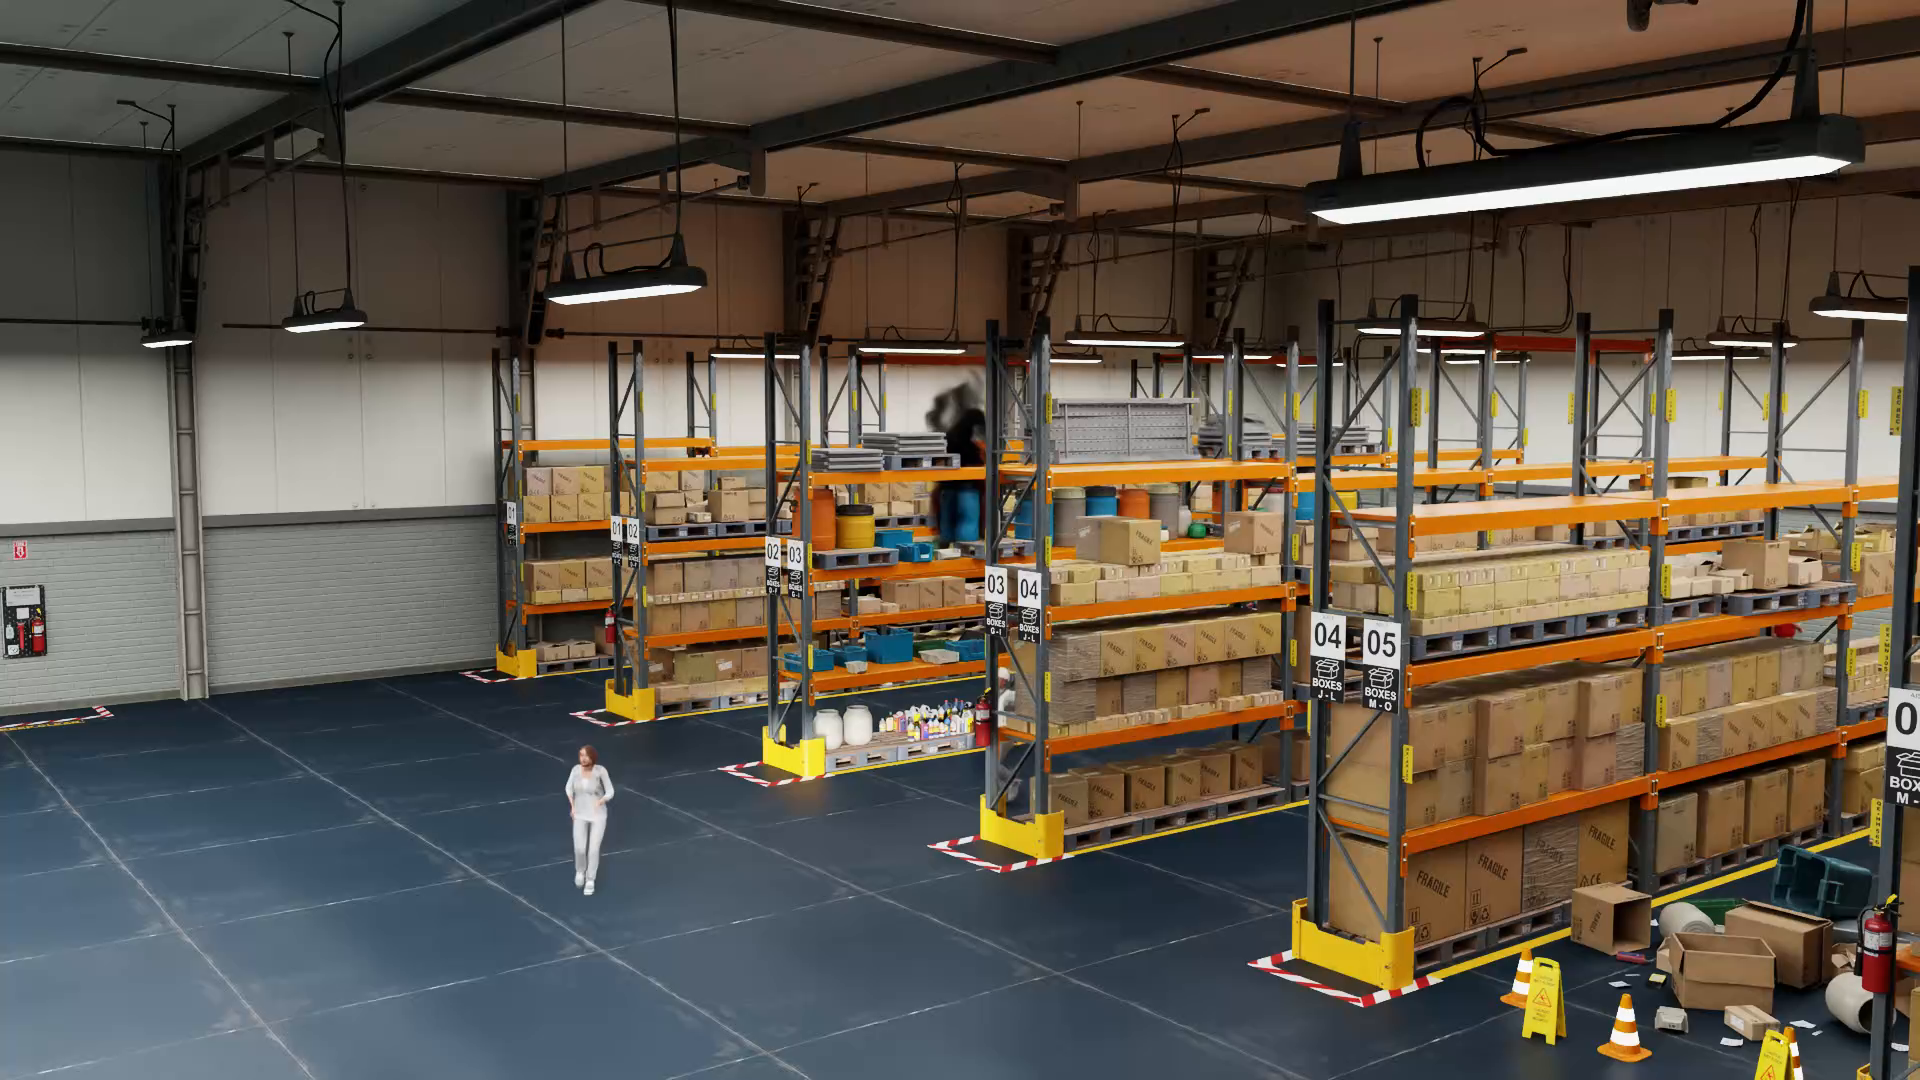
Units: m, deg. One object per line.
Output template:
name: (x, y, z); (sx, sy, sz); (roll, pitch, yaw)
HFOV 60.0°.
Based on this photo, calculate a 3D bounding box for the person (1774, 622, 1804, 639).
person: (14.310, 1.790, 28.886); (0.670, 1.674, 0.615); (-1, 5, -11)

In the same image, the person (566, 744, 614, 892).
person: (-3.819, 2.880, 17.111); (0.519, 1.566, 0.563); (0, 5, -4)

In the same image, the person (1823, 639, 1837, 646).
person: (12.324, 2.250, 23.566); (0.929, 1.703, 0.620); (-3, 6, -32)

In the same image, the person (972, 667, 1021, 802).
person: (0.461, 2.459, 20.894); (0.564, 1.727, 0.635); (-4, 6, -37)
